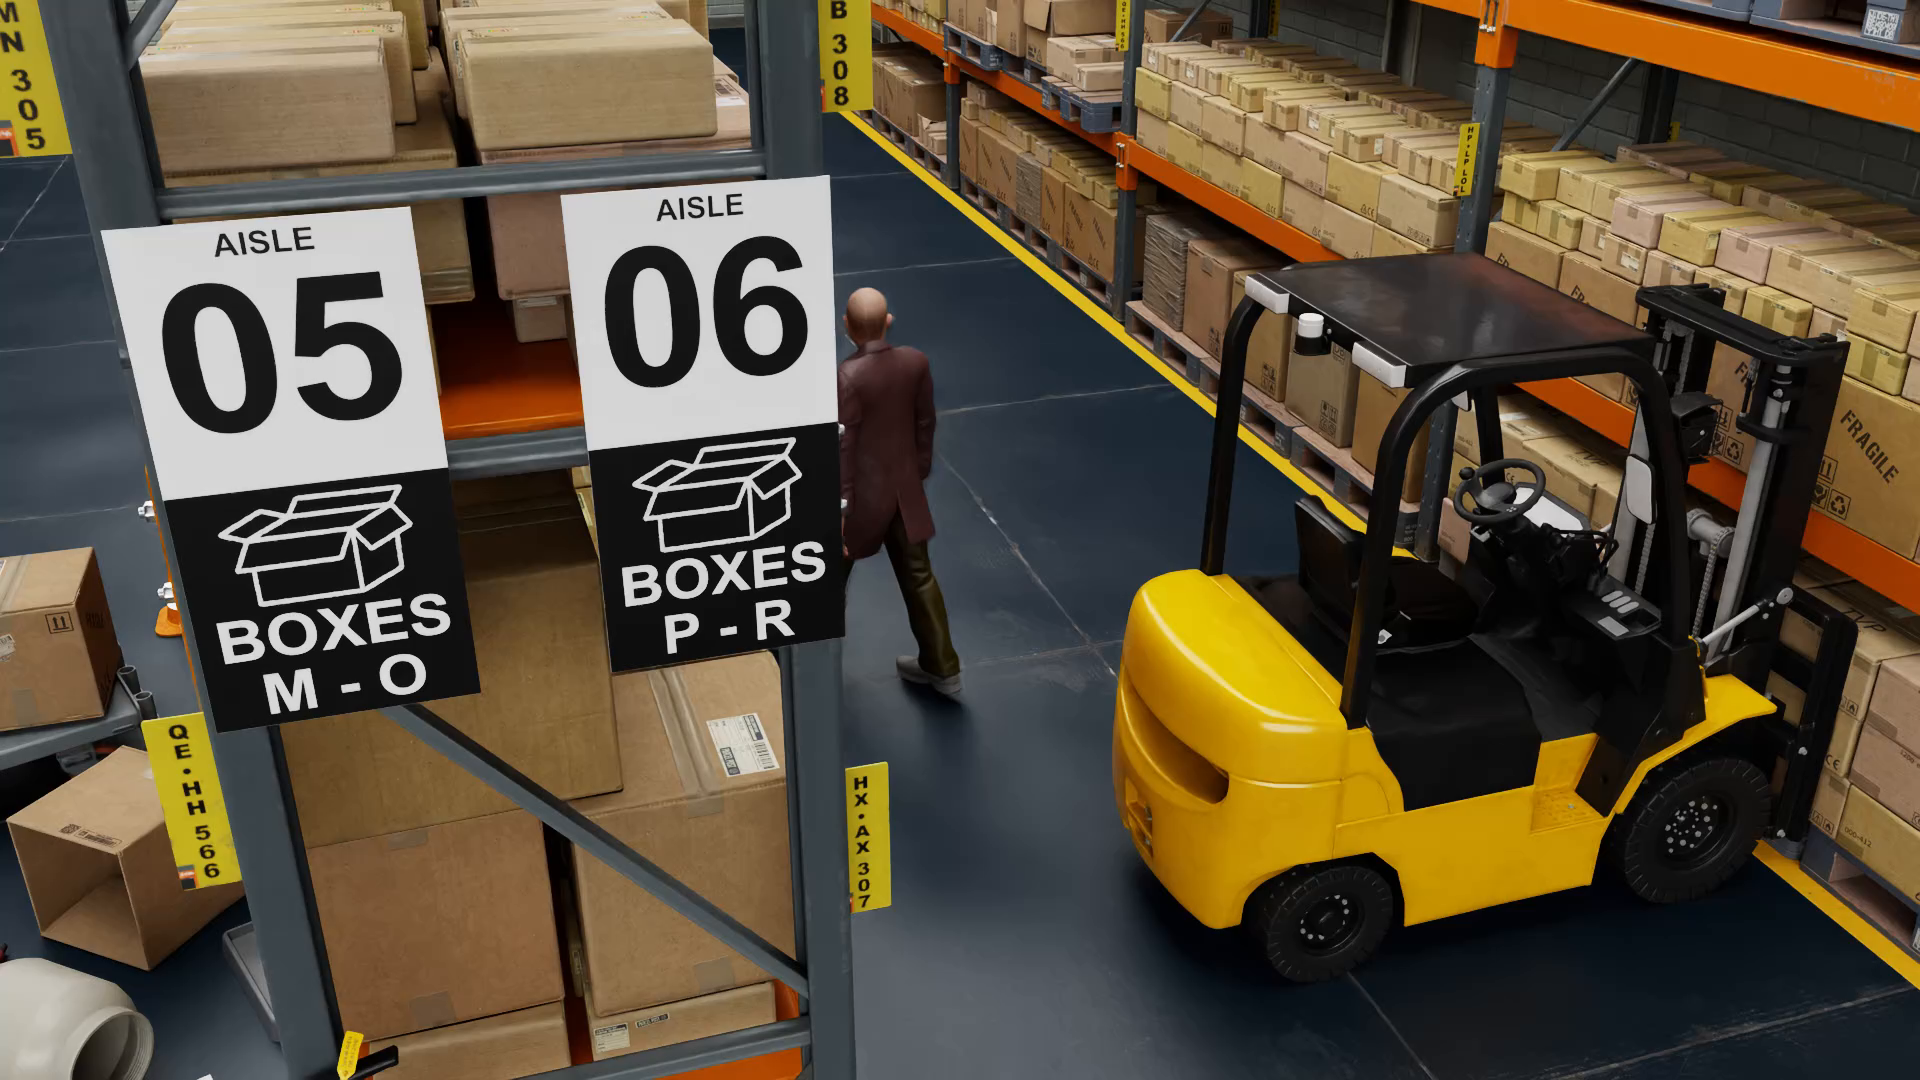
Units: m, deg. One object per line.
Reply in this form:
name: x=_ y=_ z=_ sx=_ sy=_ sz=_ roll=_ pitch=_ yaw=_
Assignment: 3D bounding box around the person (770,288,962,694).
person: x=-0.405 y=-0.229 z=7.079 sx=0.650 sy=1.732 sz=0.986 roll=-21 pitch=33 yaw=-36
